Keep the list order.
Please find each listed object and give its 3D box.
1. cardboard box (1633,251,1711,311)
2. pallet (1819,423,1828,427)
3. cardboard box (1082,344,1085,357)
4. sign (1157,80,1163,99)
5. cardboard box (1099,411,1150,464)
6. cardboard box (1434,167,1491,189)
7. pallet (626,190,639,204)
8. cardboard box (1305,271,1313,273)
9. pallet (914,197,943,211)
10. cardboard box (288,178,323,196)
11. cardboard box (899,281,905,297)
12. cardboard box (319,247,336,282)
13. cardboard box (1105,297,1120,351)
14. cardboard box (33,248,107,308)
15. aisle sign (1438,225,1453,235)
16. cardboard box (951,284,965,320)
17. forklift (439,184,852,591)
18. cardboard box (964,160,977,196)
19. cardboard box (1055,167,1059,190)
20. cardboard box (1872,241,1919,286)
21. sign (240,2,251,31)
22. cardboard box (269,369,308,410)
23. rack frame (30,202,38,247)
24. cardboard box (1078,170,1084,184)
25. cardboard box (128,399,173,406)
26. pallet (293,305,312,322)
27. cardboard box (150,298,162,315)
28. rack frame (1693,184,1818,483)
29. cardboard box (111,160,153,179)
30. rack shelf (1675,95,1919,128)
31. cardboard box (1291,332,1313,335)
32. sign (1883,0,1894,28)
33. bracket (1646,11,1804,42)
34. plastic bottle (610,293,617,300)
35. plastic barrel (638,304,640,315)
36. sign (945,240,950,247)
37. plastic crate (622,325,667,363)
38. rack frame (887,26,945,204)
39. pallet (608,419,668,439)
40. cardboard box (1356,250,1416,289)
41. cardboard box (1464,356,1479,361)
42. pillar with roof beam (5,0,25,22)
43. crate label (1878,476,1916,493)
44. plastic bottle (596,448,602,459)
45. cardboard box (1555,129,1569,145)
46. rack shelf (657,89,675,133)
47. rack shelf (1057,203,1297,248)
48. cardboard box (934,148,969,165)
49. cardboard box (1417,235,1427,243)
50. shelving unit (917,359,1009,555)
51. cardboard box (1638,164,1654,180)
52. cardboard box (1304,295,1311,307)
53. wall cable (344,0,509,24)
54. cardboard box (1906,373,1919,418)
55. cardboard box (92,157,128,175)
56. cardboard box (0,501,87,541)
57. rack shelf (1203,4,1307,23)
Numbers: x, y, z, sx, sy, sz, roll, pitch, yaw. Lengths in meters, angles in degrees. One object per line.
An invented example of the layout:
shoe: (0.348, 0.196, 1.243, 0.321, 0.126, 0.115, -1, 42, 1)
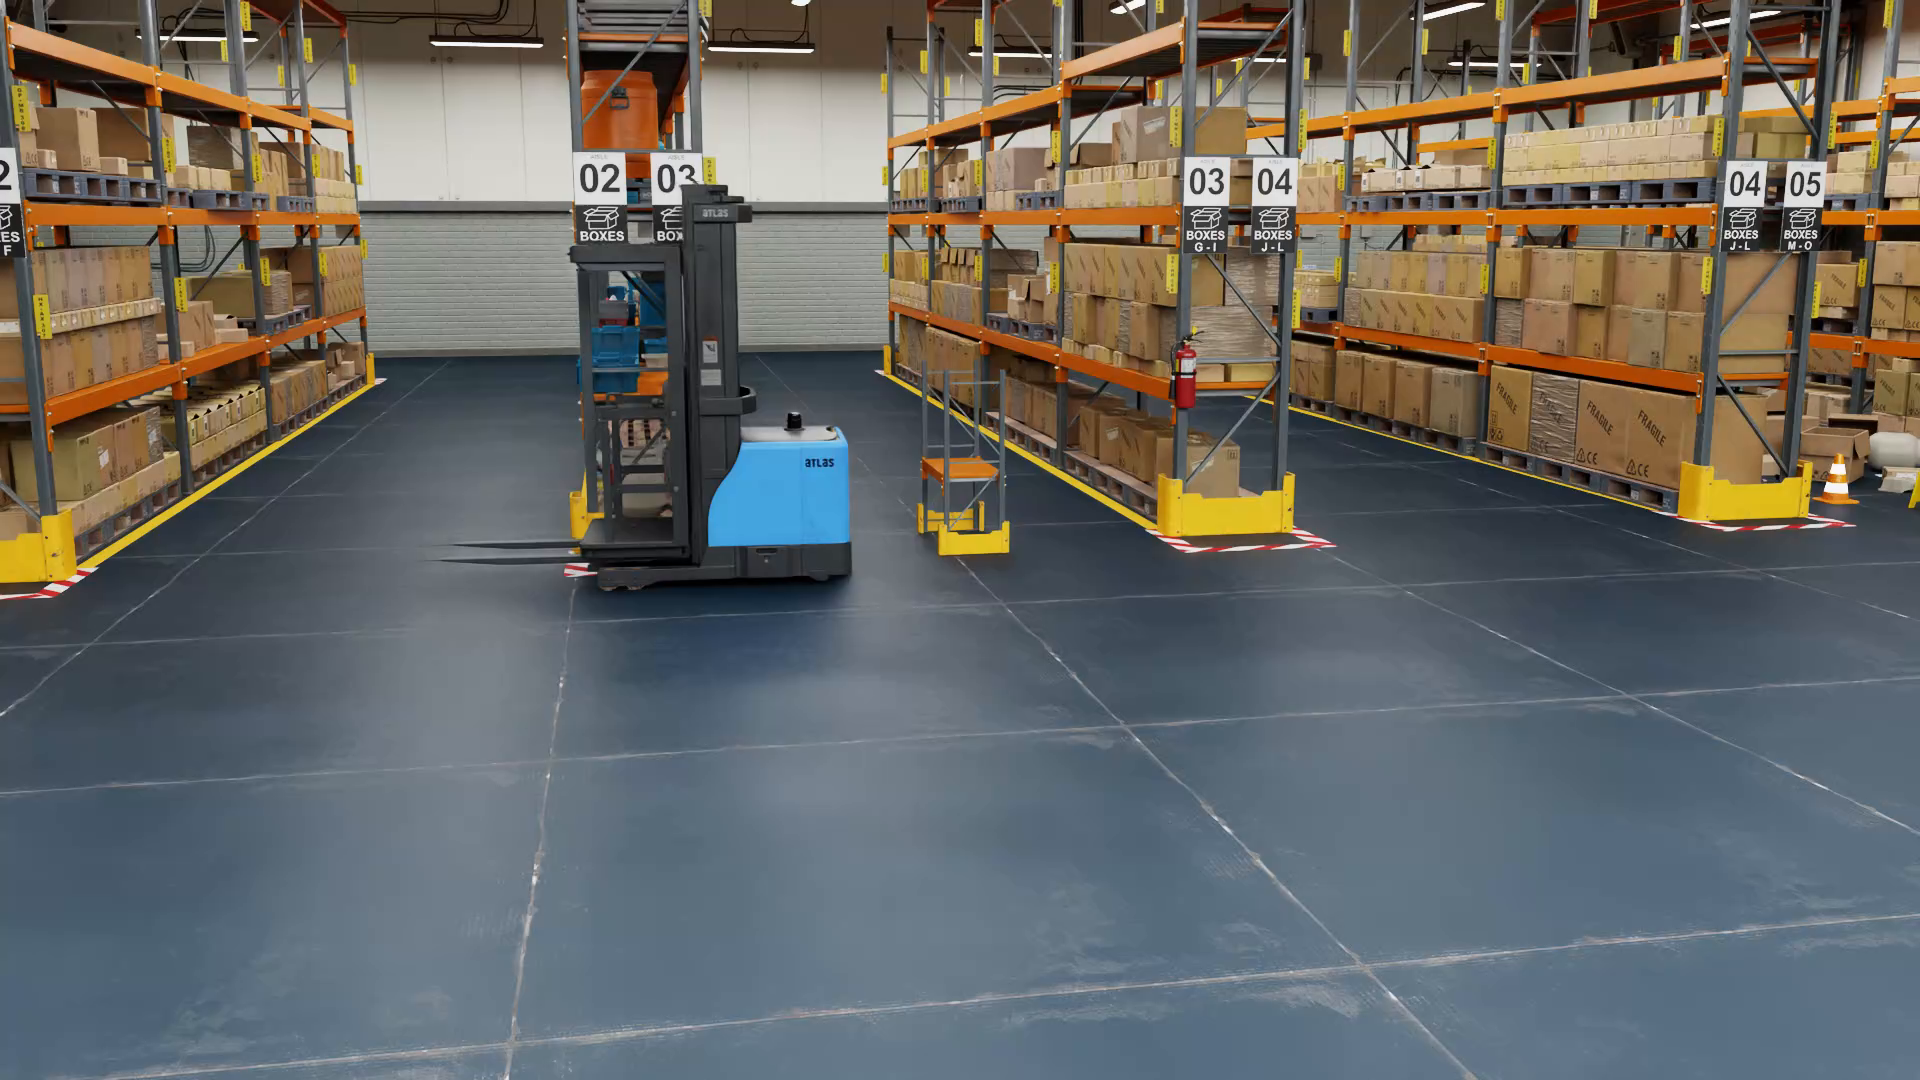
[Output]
cardboard box: (6.994, -2.472, 15.871, 0.875, 0.550, 0.550, -2, 11, -11)
pallet: (11.131, -1.406, 21.017, 1.003, 0.211, 1.213, -2, 11, -11)
cardboard box: (1.479, -1.962, 17.154, 0.380, 0.149, 0.250, -2, 11, -11)
sign: (3.582, -8.060, 29.767, 0.100, 0.325, 0.005, -2, 11, -11)
cardboard box: (1.721, -1.071, 17.364, 0.500, 0.500, 0.500, 1, 11, 7)
cardboard box: (5.992, -4.308, 19.796, 0.500, 0.250, 0.500, -2, 11, -11)
pallet: (-3.059, -3.344, 16.227, 1.213, 0.211, 1.003, -2, 11, -11)
cardboard box: (5.414, -3.971, 24.995, 0.380, 0.149, 0.250, -3, 11, -14)
pallet: (-0.142, -5.320, 26.340, 1.003, 0.211, 1.213, -2, 11, -11)
cardboard box: (-9.562, -5.124, 24.136, 0.500, 0.250, 0.500, -2, 11, -11)
cardboard box: (-0.740, -4.260, 28.164, 0.500, 0.250, 0.500, -2, 11, -13)
cardboard box: (-9.627, -4.112, 24.835, 0.500, 0.500, 0.500, -2, 11, -13)
cardboard box: (1.906, -2.109, 16.190, 0.875, 0.500, 0.500, -2, 11, -11)
cardboard box: (-7.769, -2.242, 14.216, 0.700, 0.500, 0.500, -2, 11, -11)
aisle sign: (9.240, -6.135, 31.455, 0.394, 0.787, 0.004, -2, 11, -11)
cardboard box: (0.153, -3.417, 23.858, 0.500, 0.500, 0.500, -2, 11, -10)
forklift: (-2.373, -1.171, 12.510, 3.031, 2.935, 1.130, -1, 11, -7)
cardboard box: (0.342, -4.999, 23.027, 0.500, 0.500, 0.500, -2, 11, -8)
cardboard box: (1.282, -4.055, 18.693, 0.396, 0.266, 0.258, -2, 11, -9)
cardboard box: (11.157, -3.231, 19.410, 0.700, 0.500, 0.500, -2, 11, -12)
sign: (-8.389, -6.151, 19.525, 0.100, 0.325, 0.005, -2, 11, -11)
cardboard box: (-9.047, -2.012, 22.254, 0.500, 0.500, 0.500, -3, 11, -13)
rack frame: (-15.347, -3.933, 26.837, 1.000, 3.000, 0.127, -2, 11, -11)
cardboard box: (1.443, -3.751, 17.194, 0.380, 0.149, 0.250, -3, 11, -14)
cardboard box: (-8.811, -1.387, 18.191, 0.500, 0.311, 0.500, -2, 11, -12)
pallet: (-9.662, -3.135, 23.160, 1.003, 0.211, 1.213, -2, 11, -11)
cardboard box: (-7.892, -2.238, 15.933, 0.380, 0.149, 0.250, -2, 11, -11)
rack frame: (7.226, -1.701, 15.109, 1.000, 3.000, 0.127, -2, 11, -11)
cardboard box: (-8.265, -3.632, 16.514, 0.500, 0.250, 0.500, -1, 11, -5)
rack shelf: (10.895, -5.397, 21.477, 1.077, 0.370, 4.000, -2, 11, -11)
cardboard box: (5.285, -3.121, 26.127, 0.500, 0.250, 0.500, -2, 11, -13)
sign: (10.741, -6.095, 19.232, 0.100, 0.325, 0.005, -2, 11, -11)
bracket: (14.415, -9.693, 31.428, 0.076, 0.066, 4.783, -2, 11, -11)
plastic bottle: (-5.093, -3.452, 24.440, 0.144, 0.351, 0.185, -2, 11, -11)
plastic barrel: (-3.664, -2.700, 20.060, 0.421, 0.512, 0.421, 0, 11, 0)
sign: (-0.236, -5.176, 29.636, 0.100, 0.325, 0.005, -2, 11, -11)
plastic crate: (-3.318, -1.961, 16.644, 0.767, 0.338, 0.504, -2, 11, -11)
rack frame: (-0.771, -7.420, 29.115, 1.000, 3.000, 0.127, -2, 11, -11)
pallet: (-3.961, -1.313, 20.528, 1.003, 0.211, 1.213, -2, 11, -11)
cardboard box: (5.748, -3.625, 22.280, 0.700, 0.500, 0.500, -2, 11, -11)
cardboard box: (9.536, -3.331, 29.404, 0.875, 0.438, 0.875, -2, 11, -13)
pillar with roof beam: (-12.498, -7.500, 29.535, 9.100, 9.000, 0.548, -2, 11, -11)
crate label: (9.476, -0.564, 16.794, 0.250, 0.136, 0.298, -9, 14, -40)
plastic bottle: (-3.390, -0.697, 15.745, 0.144, 0.351, 0.185, -2, 11, -9)
cardboard box: (6.386, -4.165, 17.185, 0.380, 0.149, 0.250, -2, 11, -10)
rack shelf: (-3.684, -4.856, 18.638, 1.077, 0.370, 4.000, -2, 11, -11)
rack shelf: (1.952, -3.026, 15.973, 1.077, 0.370, 4.000, -2, 11, -11)
cardboard box: (-0.169, -6.059, 26.321, 0.500, 0.250, 0.500, -3, 11, -15)
cardboard box: (8.747, -5.617, 31.011, 0.380, 0.149, 0.250, -2, 11, -10)
shelving unit: (0.015, -0.723, 13.983, 0.587, 1.500, 1.083, -2, 11, -11)
cardboard box: (6.682, -3.494, 15.793, 0.380, 0.149, 0.250, -2, 11, -10)
cardboard box: (5.077, -3.370, 23.429, 0.380, 0.149, 0.250, -2, 11, -11)
wall cable: (-10.407, -11.331, 32.296, 3.097, 2.526, 0.112, -2, 11, -11)
cardboard box: (11.250, -1.641, 19.020, 0.500, 0.500, 0.500, -2, 11, -9)
cardboard box: (-7.652, -3.327, 14.804, 0.380, 0.149, 0.250, -2, 11, -11)
cardboard box: (-7.263, -0.141, 13.147, 0.500, 0.250, 0.500, -2, 11, -11)
rack shelf: (4.503, -8.495, 27.795, 1.077, 0.370, 4.000, -2, 11, -11)
